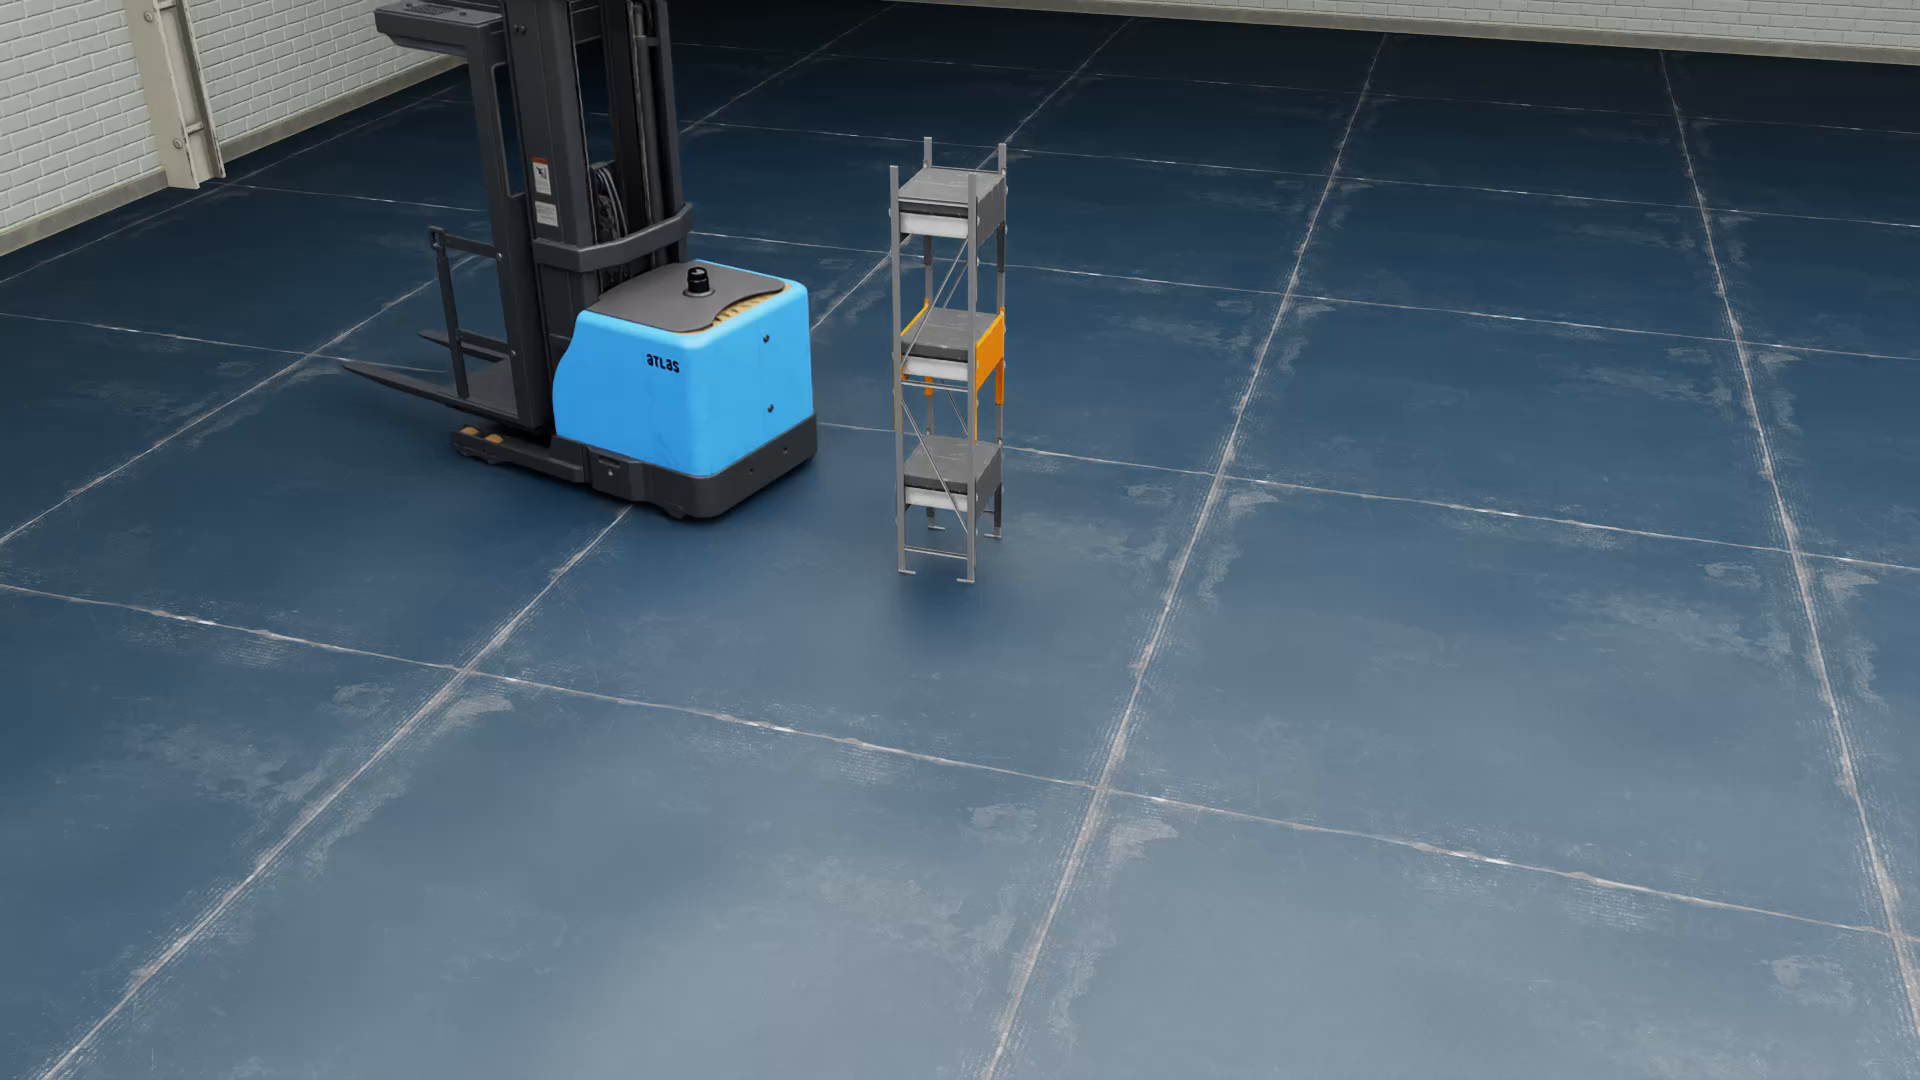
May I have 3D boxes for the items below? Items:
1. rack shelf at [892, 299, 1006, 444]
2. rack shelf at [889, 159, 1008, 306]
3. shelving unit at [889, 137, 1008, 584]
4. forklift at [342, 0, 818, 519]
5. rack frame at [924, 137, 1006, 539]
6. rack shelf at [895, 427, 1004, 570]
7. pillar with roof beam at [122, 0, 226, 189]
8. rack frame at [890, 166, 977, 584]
[{"bbox_3d":[-0.049,-0.829,8.108,0.431,0.518,0.480,8,30,15],"label":"rack shelf"},{"bbox_3d":[-0.049,-1.440,7.768,0.431,0.518,0.480,8,30,15],"label":"rack shelf"},{"bbox_3d":[-0.049,-0.841,8.101,0.431,2.100,0.503,8,30,15],"label":"shelving unit"},{"bbox_3d":[-2.340,-1.917,9.180,3.031,2.935,1.130,17,33,27],"label":"forklift"},{"bbox_3d":[0.023,-0.954,8.305,0.400,2.100,0.015,8,30,15],"label":"rack frame"},{"bbox_3d":[-0.049,-0.217,8.448,0.431,0.518,0.480,8,30,15],"label":"rack shelf"},{"bbox_3d":[-2.452,-6.406,11.009,9.100,9.000,0.400,8,30,15],"label":"pillar with roof beam"},{"bbox_3d":[-0.120,-0.727,7.897,0.400,2.100,0.015,8,30,15],"label":"rack frame"}]
